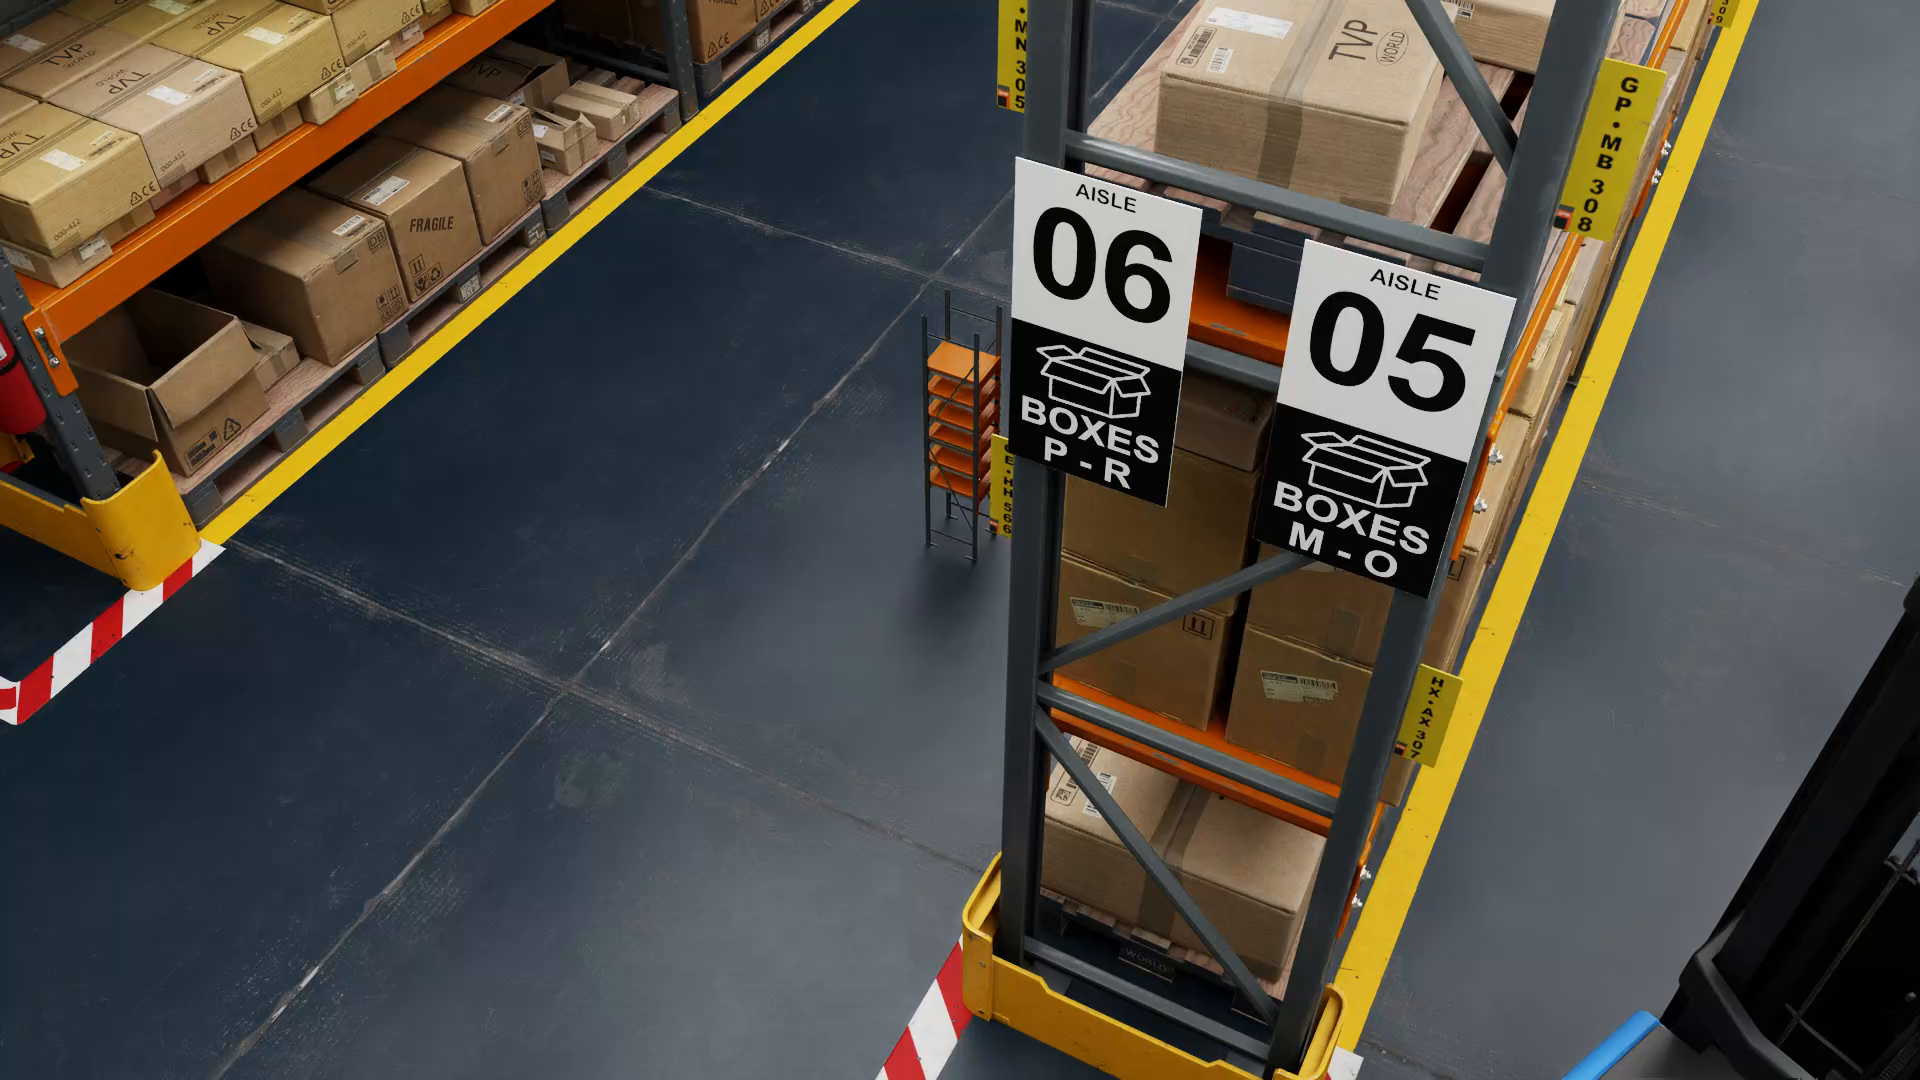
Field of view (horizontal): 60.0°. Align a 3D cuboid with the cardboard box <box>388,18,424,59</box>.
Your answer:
[{"bbox_3d":[-2.604,-2.262,7.333,0.380,0.149,0.250,20,49,19],"label":"cardboard box"}]

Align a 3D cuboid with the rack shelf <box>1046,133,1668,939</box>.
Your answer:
[{"bbox_3d":[1.522,-0.451,5.873,1.077,0.370,4.000,20,49,19],"label":"rack shelf"}]

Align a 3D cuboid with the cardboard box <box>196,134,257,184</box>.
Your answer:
[{"bbox_3d":[-3.069,-1.600,6.679,0.380,0.149,0.250,22,49,20],"label":"cardboard box"}]

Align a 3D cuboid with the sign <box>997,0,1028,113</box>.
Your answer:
[{"bbox_3d":[0.120,-0.970,3.204,0.100,0.325,0.005,20,49,19],"label":"sign"}]

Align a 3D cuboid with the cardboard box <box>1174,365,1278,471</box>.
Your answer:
[{"bbox_3d":[0.583,-0.351,4.038,0.380,0.149,0.250,21,49,20],"label":"cardboard box"}]

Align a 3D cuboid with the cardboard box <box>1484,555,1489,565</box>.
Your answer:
[{"bbox_3d":[1.281,-0.015,4.865,0.500,0.500,0.500,20,49,19],"label":"cardboard box"}]

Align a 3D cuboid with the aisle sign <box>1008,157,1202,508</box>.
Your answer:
[{"bbox_3d":[0.286,-0.415,3.503,0.394,0.787,0.004,20,49,19],"label":"aisle sign"}]

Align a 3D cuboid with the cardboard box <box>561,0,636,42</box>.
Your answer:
[{"bbox_3d":[-1.982,-3.276,9.621,0.500,0.500,0.500,20,49,19],"label":"cardboard box"}]

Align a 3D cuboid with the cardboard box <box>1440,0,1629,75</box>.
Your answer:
[{"bbox_3d":[1.302,-1.203,3.812,0.380,0.149,0.250,22,49,20],"label":"cardboard box"}]

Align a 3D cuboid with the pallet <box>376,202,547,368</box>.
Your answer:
[{"bbox_3d":[-2.833,-1.416,8.282,1.003,0.211,1.213,20,49,19],"label":"pallet"}]

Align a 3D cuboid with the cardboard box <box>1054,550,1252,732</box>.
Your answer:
[{"bbox_3d":[0.583,0.129,4.723,0.500,0.500,0.500,21,49,19],"label":"cardboard box"}]

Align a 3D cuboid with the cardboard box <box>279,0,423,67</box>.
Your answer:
[{"bbox_3d":[-2.670,-2.297,7.087,0.500,0.250,0.500,19,48,18],"label":"cardboard box"}]

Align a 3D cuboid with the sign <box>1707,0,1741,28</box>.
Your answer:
[{"bbox_3d":[2.943,-2.114,6.346,0.100,0.325,0.005,20,49,19],"label":"sign"}]

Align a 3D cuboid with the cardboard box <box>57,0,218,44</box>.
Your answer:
[{"bbox_3d":[-3.352,-2.145,6.937,0.500,0.250,0.500,22,49,20],"label":"cardboard box"}]

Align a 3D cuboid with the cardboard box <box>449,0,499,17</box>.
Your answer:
[{"bbox_3d":[-2.312,-2.559,7.626,0.380,0.149,0.250,20,49,18],"label":"cardboard box"}]

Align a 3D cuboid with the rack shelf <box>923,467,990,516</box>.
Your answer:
[{"bbox_3d":[0.007,-0.231,6.814,0.258,0.103,0.180,20,49,19],"label":"rack shelf"}]

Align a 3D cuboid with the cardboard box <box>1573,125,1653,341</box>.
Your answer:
[{"bbox_3d":[1.765,-1.008,5.144,0.500,0.500,0.500,21,49,19],"label":"cardboard box"}]

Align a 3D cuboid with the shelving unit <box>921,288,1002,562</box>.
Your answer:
[{"bbox_3d":[0.007,-0.431,6.612,0.258,1.200,0.189,20,49,19],"label":"shelving unit"}]

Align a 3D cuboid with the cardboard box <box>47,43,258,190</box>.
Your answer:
[{"bbox_3d":[-3.121,-1.647,6.445,0.500,0.250,0.500,21,49,19],"label":"cardboard box"}]

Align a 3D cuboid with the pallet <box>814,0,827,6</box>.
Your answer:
[{"bbox_3d":[-1.038,-3.917,10.752,1.003,0.211,1.213,20,49,19],"label":"pallet"}]

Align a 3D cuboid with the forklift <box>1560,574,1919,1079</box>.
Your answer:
[{"bbox_3d":[2.648,0.910,4.070,3.031,2.935,1.130,-29,52,-25],"label":"forklift"}]

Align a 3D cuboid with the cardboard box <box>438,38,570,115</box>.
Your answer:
[{"bbox_3d":[-2.464,-2.465,8.952,0.500,0.311,0.500,22,49,20],"label":"cardboard box"}]

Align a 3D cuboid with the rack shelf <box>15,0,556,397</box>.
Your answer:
[{"bbox_3d":[-2.876,-2.088,7.490,1.077,0.370,4.000,20,49,19],"label":"rack shelf"}]

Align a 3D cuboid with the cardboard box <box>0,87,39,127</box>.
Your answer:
[{"bbox_3d":[-3.826,-1.510,6.310,0.500,0.250,0.500,22,49,20],"label":"cardboard box"}]

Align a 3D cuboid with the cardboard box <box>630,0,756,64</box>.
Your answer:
[{"bbox_3d":[-1.524,-3.100,9.447,0.500,0.500,0.500,22,49,21],"label":"cardboard box"}]

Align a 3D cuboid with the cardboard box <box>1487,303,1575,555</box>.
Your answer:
[{"bbox_3d":[1.302,-0.367,4.510,0.500,0.500,0.500,19,48,18],"label":"cardboard box"}]

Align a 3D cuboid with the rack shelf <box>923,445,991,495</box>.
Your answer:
[{"bbox_3d":[0.007,-0.315,6.729,0.258,0.103,0.180,20,49,19],"label":"rack shelf"}]

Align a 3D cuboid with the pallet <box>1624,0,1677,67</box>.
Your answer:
[{"bbox_3d":[1.494,-1.710,4.564,1.003,0.211,1.213,20,49,19],"label":"pallet"}]

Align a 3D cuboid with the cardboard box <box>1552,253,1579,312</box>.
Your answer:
[{"bbox_3d":[1.391,-0.677,4.361,0.380,0.149,0.250,19,48,18],"label":"cardboard box"}]

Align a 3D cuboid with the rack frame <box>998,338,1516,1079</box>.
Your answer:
[{"bbox_3d":[0.594,0.556,4.372,1.000,3.000,0.127,20,49,19],"label":"rack frame"}]

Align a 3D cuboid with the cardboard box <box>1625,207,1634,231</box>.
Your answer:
[{"bbox_3d":[2.228,-1.297,6.132,0.500,0.500,0.500,19,48,18],"label":"cardboard box"}]

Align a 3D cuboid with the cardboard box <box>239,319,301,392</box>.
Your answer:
[{"bbox_3d":[-3.205,-0.835,7.455,0.380,0.149,0.250,19,48,18],"label":"cardboard box"}]

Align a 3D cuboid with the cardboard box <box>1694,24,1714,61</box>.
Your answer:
[{"bbox_3d":[2.905,-2.271,6.919,0.500,0.250,0.500,19,48,18],"label":"cardboard box"}]

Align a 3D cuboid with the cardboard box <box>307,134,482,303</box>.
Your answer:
[{"bbox_3d":[-2.671,-1.529,7.895,0.500,0.500,0.500,21,49,20],"label":"cardboard box"}]

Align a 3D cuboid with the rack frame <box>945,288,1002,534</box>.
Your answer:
[{"bbox_3d":[0.049,-0.489,6.669,0.240,1.200,0.006,20,49,19],"label":"rack frame"}]

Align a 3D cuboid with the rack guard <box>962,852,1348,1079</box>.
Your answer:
[{"bbox_3d":[0.583,1.450,5.246,1.175,0.500,0.348,20,49,19],"label":"rack guard"}]

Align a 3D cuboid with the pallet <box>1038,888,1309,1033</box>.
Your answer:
[{"bbox_3d":[0.896,1.007,5.887,1.003,0.211,1.213,20,49,19],"label":"pallet"}]

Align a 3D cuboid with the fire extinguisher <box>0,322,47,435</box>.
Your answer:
[{"bbox_3d":[-3.463,-0.677,5.907,0.296,0.674,0.183,20,49,19],"label":"fire extinguisher"}]

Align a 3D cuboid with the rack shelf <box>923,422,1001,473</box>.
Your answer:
[{"bbox_3d":[0.007,-0.400,6.644,0.258,0.103,0.180,20,49,19],"label":"rack shelf"}]

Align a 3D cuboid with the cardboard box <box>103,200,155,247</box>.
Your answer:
[{"bbox_3d":[-3.332,-1.284,6.367,0.380,0.149,0.250,22,49,20],"label":"cardboard box"}]

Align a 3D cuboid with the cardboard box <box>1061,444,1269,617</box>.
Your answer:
[{"bbox_3d":[0.607,-0.213,4.358,0.500,0.500,0.500,22,49,20],"label":"cardboard box"}]

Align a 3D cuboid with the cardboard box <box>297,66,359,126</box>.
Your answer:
[{"bbox_3d":[-2.767,-1.904,6.979,0.380,0.149,0.250,19,48,18],"label":"cardboard box"}]

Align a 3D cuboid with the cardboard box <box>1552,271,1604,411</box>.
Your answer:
[{"bbox_3d":[1.751,-0.650,5.493,0.500,0.500,0.500,22,49,20],"label":"cardboard box"}]

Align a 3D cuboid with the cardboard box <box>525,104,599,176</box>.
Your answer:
[{"bbox_3d":[-2.112,-2.114,8.637,0.396,0.266,0.258,22,49,20],"label":"cardboard box"}]

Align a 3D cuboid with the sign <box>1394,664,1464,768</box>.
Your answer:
[{"bbox_3d":[1.082,0.411,3.851,0.100,0.325,0.005,20,49,19],"label":"sign"}]

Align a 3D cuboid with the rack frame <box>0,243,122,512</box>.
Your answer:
[{"bbox_3d":[-3.804,-1.081,5.989,1.000,3.000,0.127,20,49,19],"label":"rack frame"}]

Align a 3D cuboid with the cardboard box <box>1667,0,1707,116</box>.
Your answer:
[{"bbox_3d":[2.233,-1.645,5.774,0.500,0.500,0.500,20,49,18],"label":"cardboard box"}]
